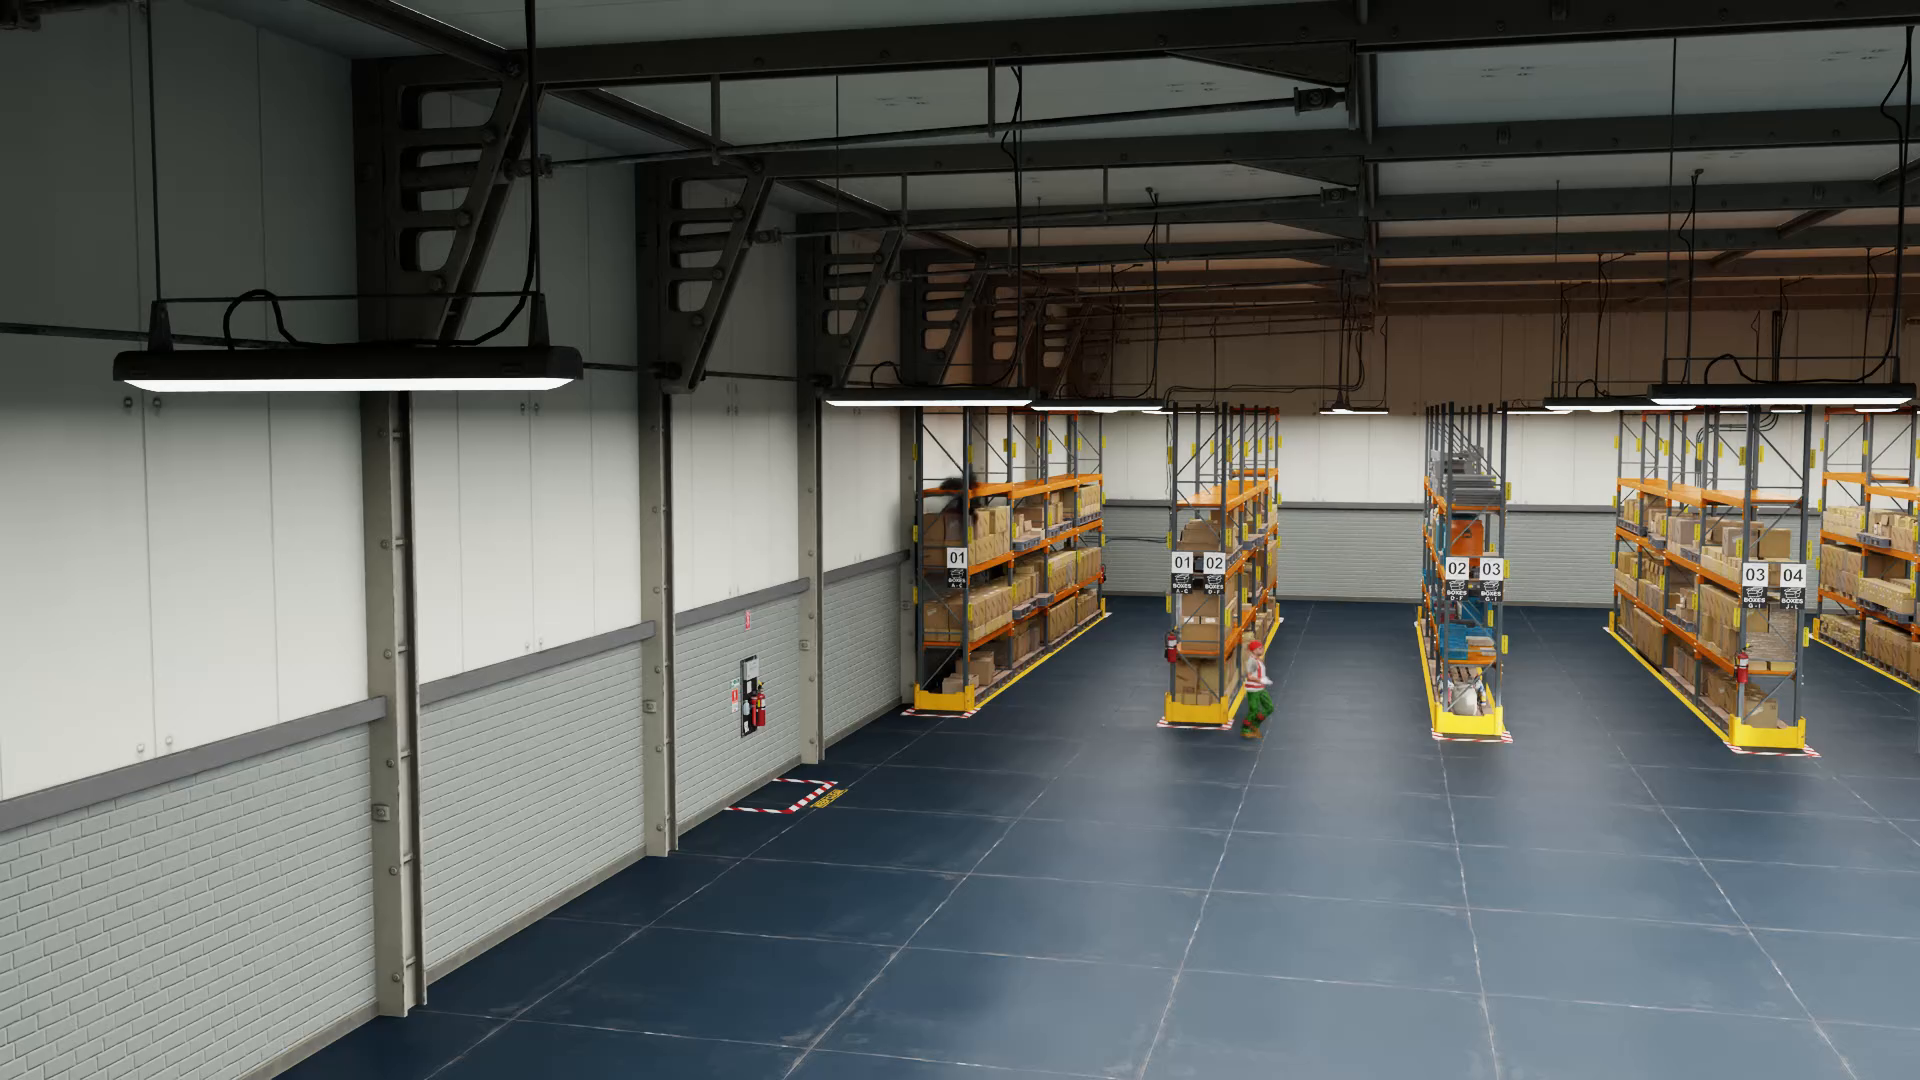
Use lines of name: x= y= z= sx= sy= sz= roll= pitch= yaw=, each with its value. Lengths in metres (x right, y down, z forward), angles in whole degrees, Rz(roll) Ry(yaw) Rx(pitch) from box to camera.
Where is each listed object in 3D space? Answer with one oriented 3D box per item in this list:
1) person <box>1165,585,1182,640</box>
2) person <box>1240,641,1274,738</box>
person: x=5.508 y=1.745 z=41.959 sx=0.631 sy=1.823 sz=0.825 roll=1 pitch=4 yaw=17
person: x=5.266 y=2.661 z=29.409 sx=0.655 sy=1.767 sz=0.651 roll=3 pitch=5 yaw=32
